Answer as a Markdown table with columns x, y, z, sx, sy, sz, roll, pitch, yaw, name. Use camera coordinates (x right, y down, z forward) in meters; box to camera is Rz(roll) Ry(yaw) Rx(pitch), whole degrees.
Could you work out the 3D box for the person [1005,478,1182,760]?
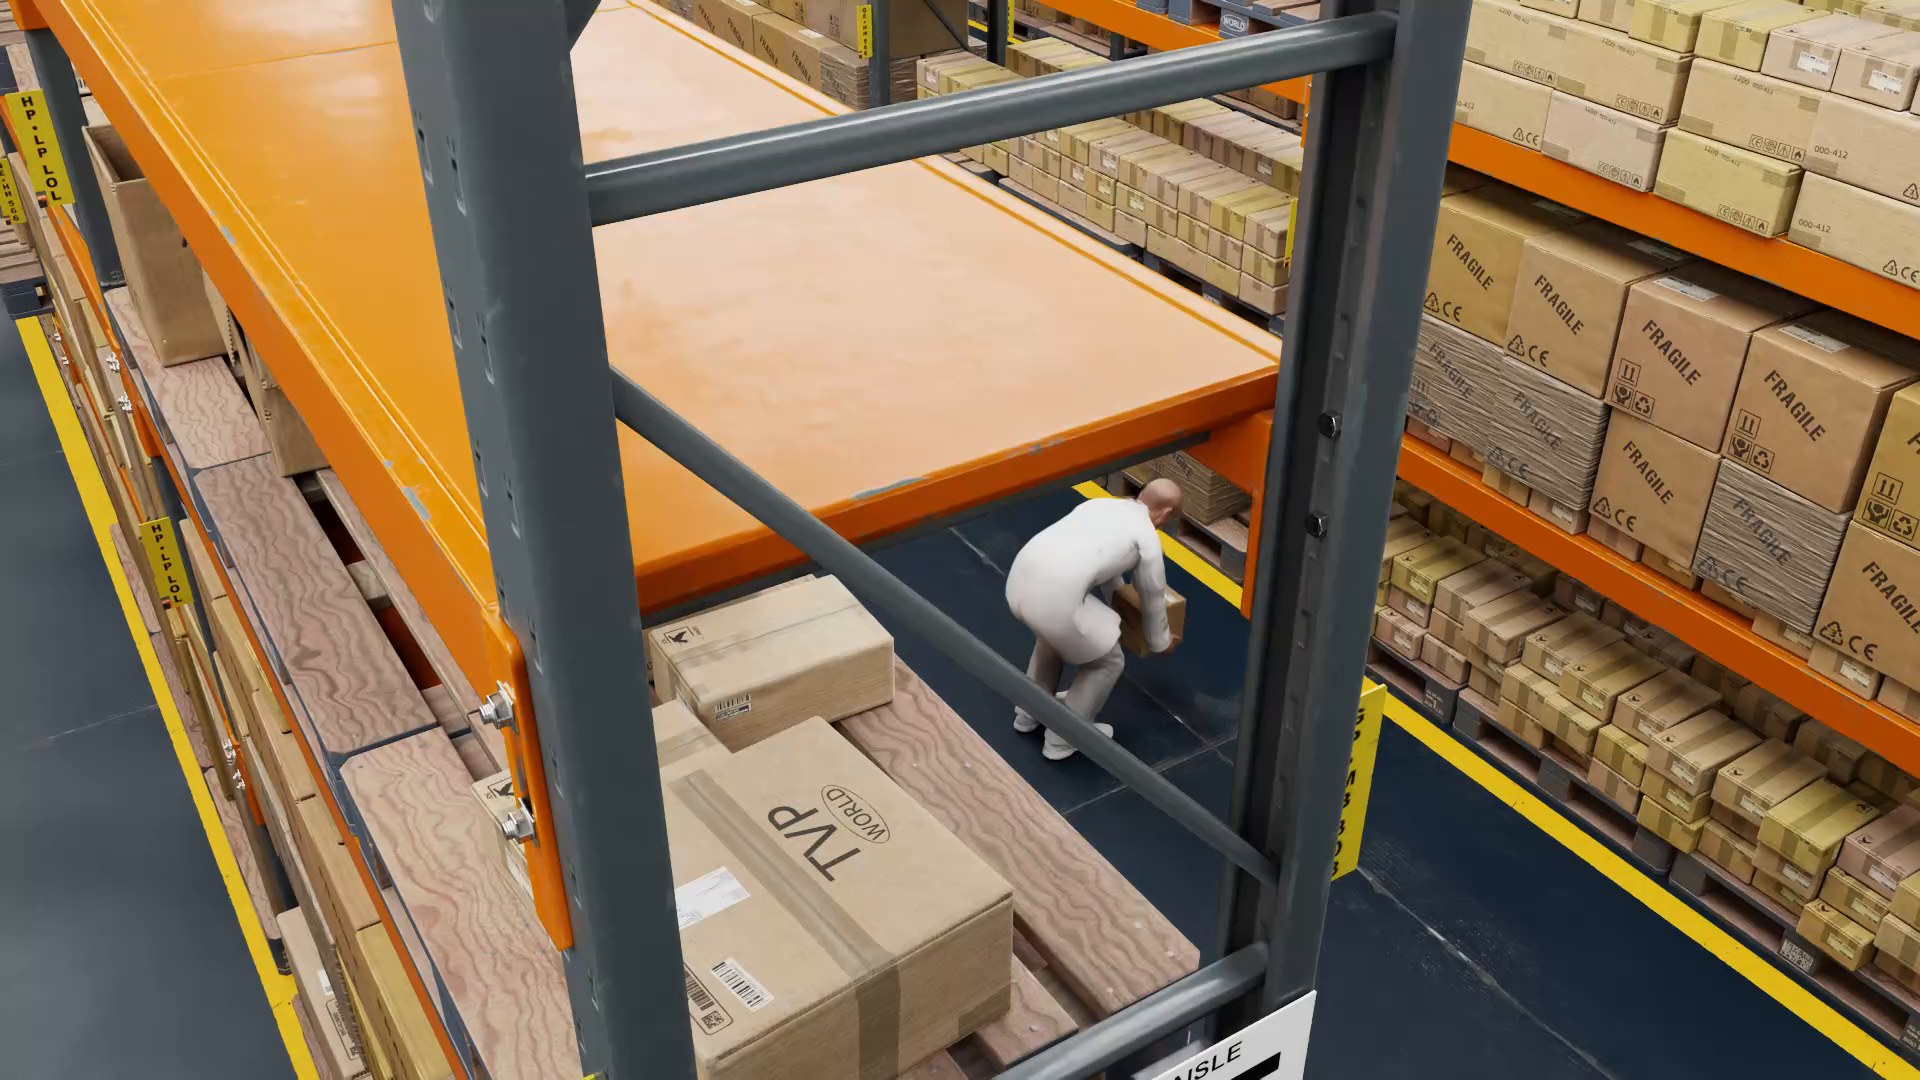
| x | y | z | sx | sy | sz | roll | pitch | yaw | name |
| --- | --- | --- | --- | --- | --- | --- | --- | --- | --- |
| 0.632 | 0.356 | 7.655 | 0.932 | 1.171 | 0.581 | -21 | 38 | -29 | person |
